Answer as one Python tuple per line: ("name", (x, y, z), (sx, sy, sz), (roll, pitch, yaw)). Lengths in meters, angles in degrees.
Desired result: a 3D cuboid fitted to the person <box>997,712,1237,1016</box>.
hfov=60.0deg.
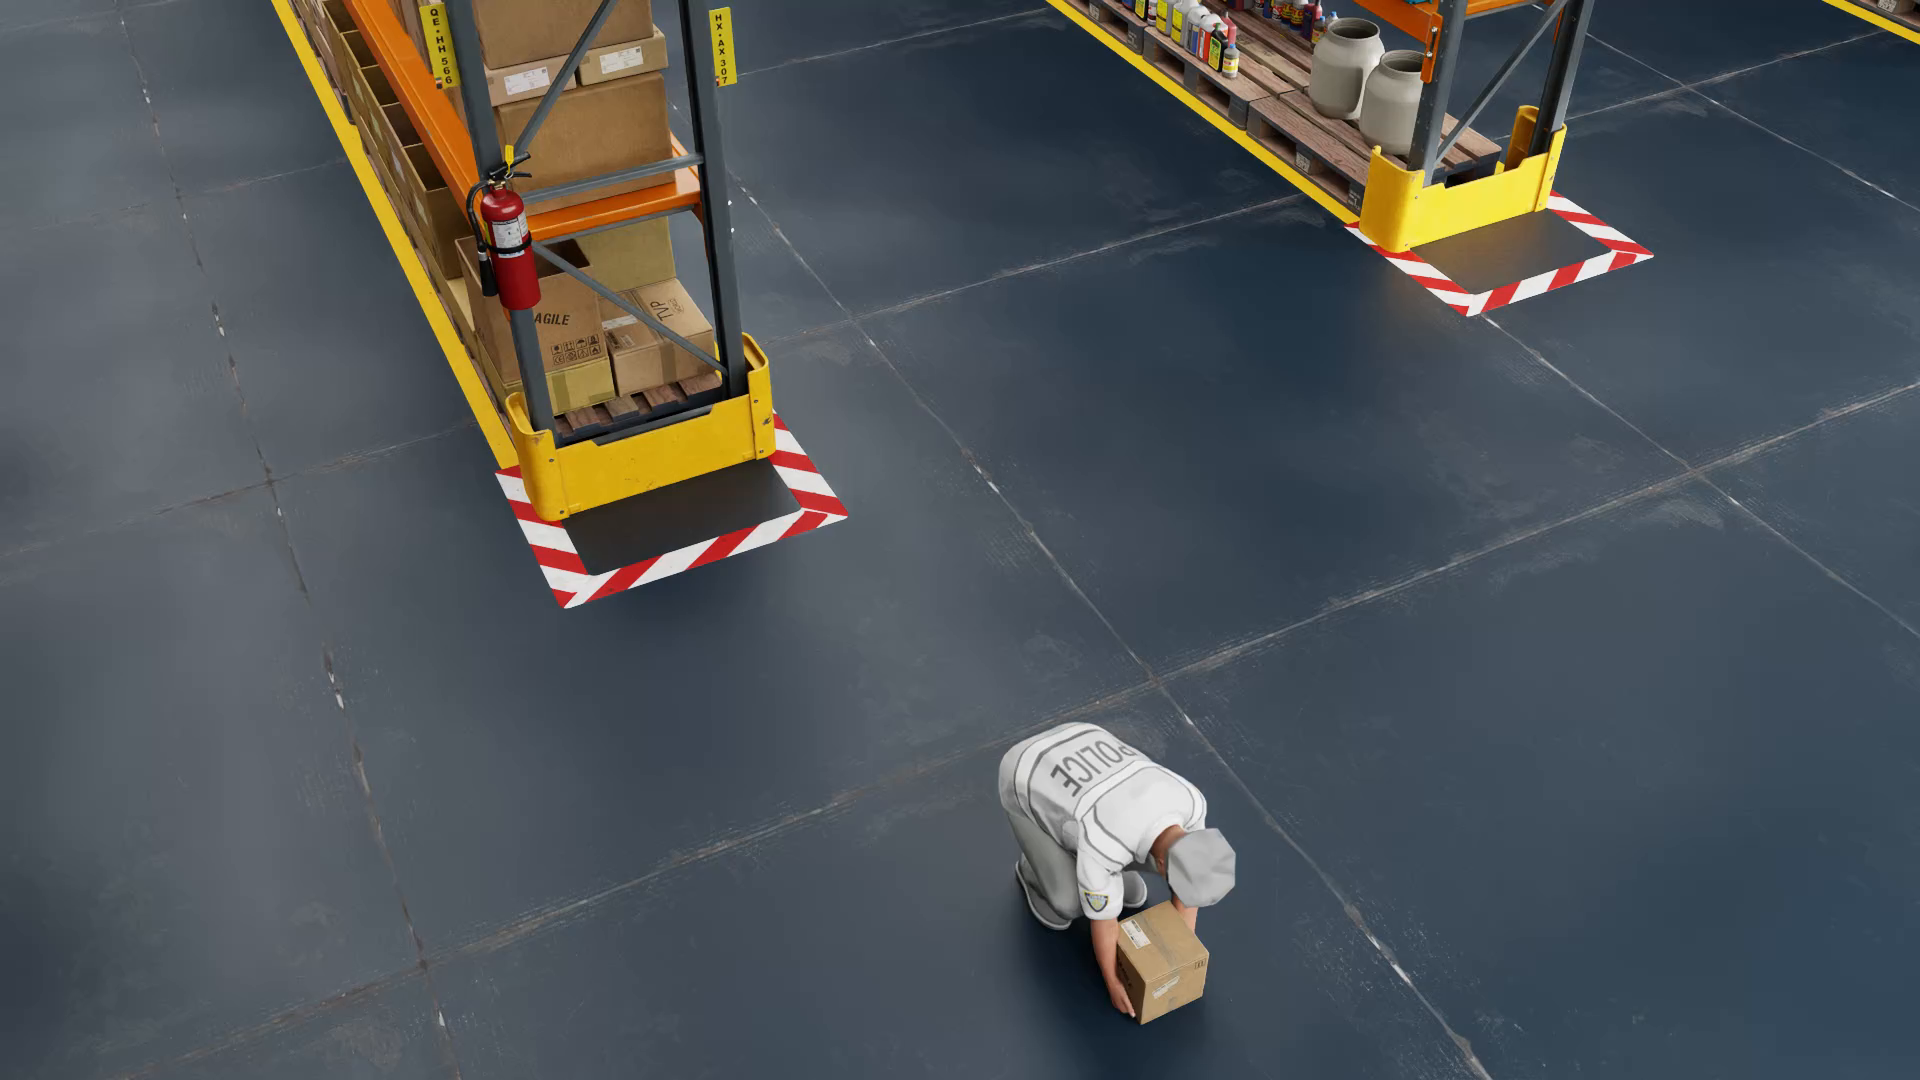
("person", (0.522, 1.060, 5.681), (0.533, 0.841, 1.010), (-20, 45, -21))
